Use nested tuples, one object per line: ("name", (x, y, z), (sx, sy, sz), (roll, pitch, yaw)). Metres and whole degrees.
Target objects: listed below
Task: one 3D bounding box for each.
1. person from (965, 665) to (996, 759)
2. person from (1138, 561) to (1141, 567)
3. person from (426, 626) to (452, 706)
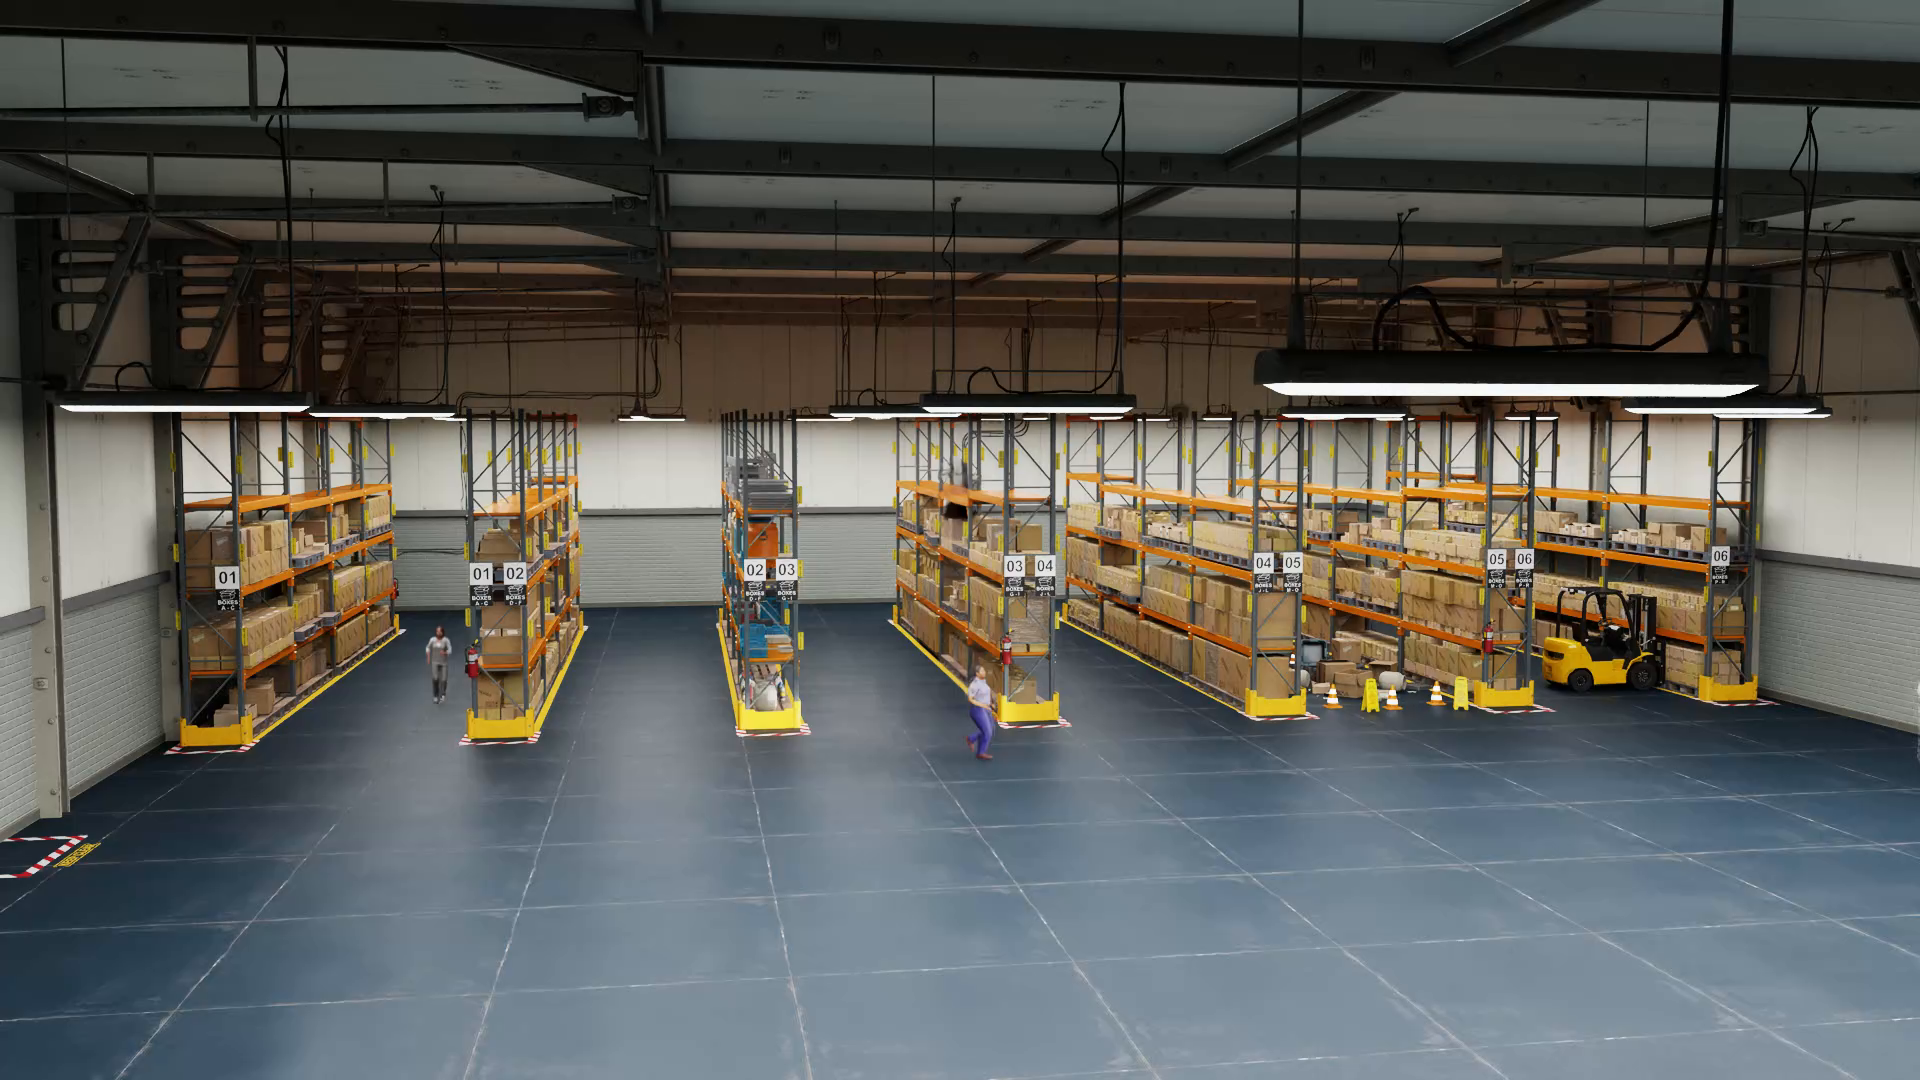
("person", (0.319, 2.943, 28.483), (0.578, 1.584, 0.605), (2, 4, 21))
("person", (5.170, 1.511, 47.567), (0.627, 1.824, 0.869), (-1, 4, -11))
("person", (-10.613, 2.559, 33.893), (0.503, 1.617, 0.682), (-1, 4, -17))
